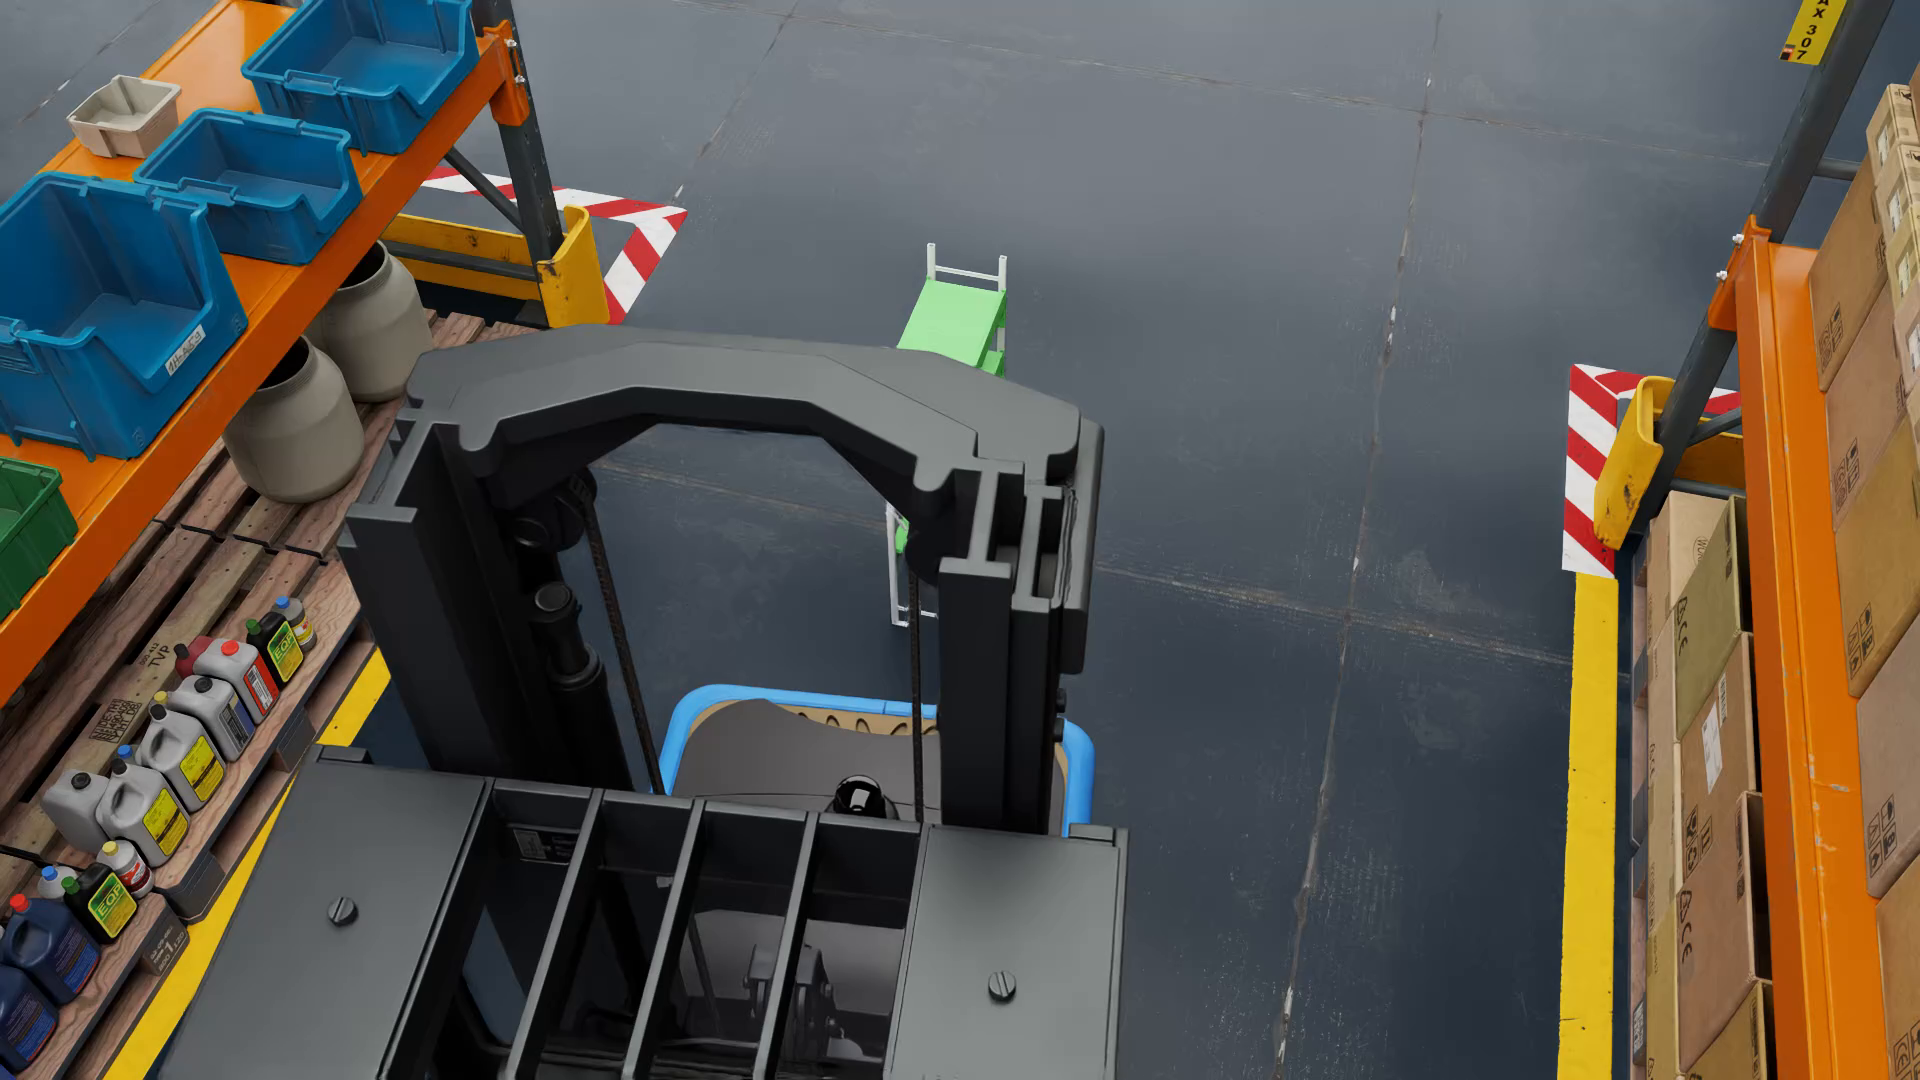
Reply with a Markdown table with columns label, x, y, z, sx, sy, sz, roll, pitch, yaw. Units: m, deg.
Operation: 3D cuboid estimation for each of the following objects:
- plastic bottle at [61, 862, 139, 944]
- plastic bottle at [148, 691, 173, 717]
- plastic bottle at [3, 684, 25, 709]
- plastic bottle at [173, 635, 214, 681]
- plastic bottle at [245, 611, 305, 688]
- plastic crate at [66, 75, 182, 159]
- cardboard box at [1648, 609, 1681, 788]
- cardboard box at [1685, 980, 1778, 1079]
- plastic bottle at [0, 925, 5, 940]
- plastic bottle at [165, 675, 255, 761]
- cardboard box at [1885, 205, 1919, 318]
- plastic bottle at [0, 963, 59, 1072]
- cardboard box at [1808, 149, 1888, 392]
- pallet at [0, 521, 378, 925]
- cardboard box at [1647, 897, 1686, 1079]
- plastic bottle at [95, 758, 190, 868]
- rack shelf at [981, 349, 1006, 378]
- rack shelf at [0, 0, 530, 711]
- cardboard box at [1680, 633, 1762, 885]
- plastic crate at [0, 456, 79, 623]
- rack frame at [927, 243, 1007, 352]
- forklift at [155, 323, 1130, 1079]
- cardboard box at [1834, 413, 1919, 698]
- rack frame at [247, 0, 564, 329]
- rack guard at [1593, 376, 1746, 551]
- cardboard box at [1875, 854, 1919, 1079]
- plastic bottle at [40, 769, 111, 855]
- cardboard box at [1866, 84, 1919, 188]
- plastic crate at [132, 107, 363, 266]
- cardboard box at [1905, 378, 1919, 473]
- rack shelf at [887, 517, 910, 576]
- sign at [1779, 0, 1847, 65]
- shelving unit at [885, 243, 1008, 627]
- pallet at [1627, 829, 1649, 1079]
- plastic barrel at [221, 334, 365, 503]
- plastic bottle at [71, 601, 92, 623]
| label | x | y | z | sx | sy | sz | roll | pitch | yaw |
| --- | --- | --- | --- | --- | --- | --- | --- | --- | --- |
| plastic bottle | -2.297 | 0.951 | 4.428 | 0.061 | 0.283 | 0.133 | 14 | 50 | 12 |
| plastic bottle | -2.305 | 0.516 | 4.867 | 0.097 | 0.201 | 0.097 | 0 | 49 | 0 |
| plastic bottle | -2.884 | 0.382 | 4.939 | 0.097 | 0.271 | 0.097 | 0 | 49 | 0 |
| plastic bottle | -2.246 | 0.379 | 4.933 | 0.061 | 0.283 | 0.133 | 12 | 50 | 10 |
| plastic bottle | -2.063 | 0.311 | 4.993 | 0.061 | 0.283 | 0.133 | 13 | 50 | 11 |
| plastic crate | -2.536 | -1.275 | 5.050 | 0.298 | 0.136 | 0.250 | 12 | 50 | 10 |
| cardboard box | 2.304 | 0.512 | 4.852 | 0.500 | 0.250 | 0.500 | 12 | 50 | 10 |
| cardboard box | 1.917 | 1.350 | 3.611 | 0.500 | 0.500 | 0.500 | 12 | 50 | 10 |
| plastic bottle | -2.508 | 1.074 | 4.328 | 0.097 | 0.271 | 0.097 | 0 | 49 | 0 |
| plastic bottle | -2.180 | 0.502 | 4.829 | 0.152 | 0.276 | 0.135 | 10 | 49 | 9 |
| cardboard box | 2.343 | -0.600 | 3.780 | 0.380 | 0.149 | 0.250 | 12 | 50 | 10 |
| plastic bottle | -2.430 | 1.177 | 4.184 | 0.144 | 0.351 | 0.185 | 13 | 50 | 11 |
| cardboard box | 2.653 | -0.663 | 4.268 | 0.700 | 0.500 | 0.500 | 12 | 50 | 10 |
| pallet | -2.507 | 0.507 | 5.161 | 1.003 | 0.211 | 1.213 | 12 | 50 | 10 |
| cardboard box | 2.036 | 1.234 | 4.214 | 0.500 | 0.250 | 0.500 | 12 | 50 | 10 |
| plastic bottle | -2.268 | 0.733 | 4.576 | 0.144 | 0.351 | 0.185 | 11 | 50 | 10 |
| rack shelf | -0.044 | -0.394 | 5.062 | 0.258 | 0.148 | 0.480 | 12 | 50 | 10 |
| rack shelf | -2.516 | -0.261 | 4.460 | 1.077 | 0.370 | 4.000 | 12 | 50 | 10 |
| cardboard box | 2.183 | 0.627 | 4.249 | 0.500 | 0.500 | 0.500 | 12 | 50 | 10 |
| plastic crate | -2.413 | 0.092 | 3.810 | 0.450 | 0.188 | 0.662 | 12 | 50 | 10 |
| rack frame | 0.021 | -0.454 | 5.350 | 0.240 | 1.200 | 0.015 | 12 | 50 | 10 |
| forklift | -0.358 | 1.224 | 2.715 | 1.130 | 2.935 | 3.031 | 5 | 49 | 5 |
| cardboard box | 2.383 | 0.075 | 3.616 | 0.700 | 0.500 | 0.500 | 12 | 50 | 10 |
| rack frame | -1.990 | -1.946 | 5.467 | 1.000 | 3.000 | 0.127 | 12 | 50 | 10 |
| rack guard | 2.794 | -0.156 | 5.554 | 1.175 | 0.500 | 0.348 | 12 | 50 | 10 |
| cardboard box | 2.114 | 0.828 | 2.952 | 0.700 | 0.500 | 0.500 | 12 | 50 | 11 |
| plastic bottle | -2.418 | 0.746 | 4.614 | 0.152 | 0.276 | 0.135 | 12 | 50 | 10 |
| cardboard box | 2.477 | -0.972 | 4.108 | 0.380 | 0.149 | 0.250 | 11 | 50 | 10 |
| plastic crate | -2.009 | -1.007 | 4.737 | 0.499 | 0.251 | 0.408 | 12 | 50 | 10 |
| cardboard box | 2.207 | -0.225 | 3.448 | 0.380 | 0.149 | 0.250 | 10 | 49 | 9 |
| rack shelf | -0.044 | -0.076 | 5.422 | 0.258 | 0.148 | 0.480 | 12 | 50 | 10 |
| sign | 2.254 | -1.392 | 4.348 | 0.100 | 0.325 | 0.005 | 12 | 50 | 10 |
| shelving unit | -0.044 | -0.277 | 5.194 | 0.258 | 1.200 | 0.503 | 12 | 50 | 10 |
| pallet | 2.304 | 1.398 | 4.375 | 1.003 | 0.211 | 1.213 | 12 | 50 | 10 |
| plastic barrel | -2.221 | -0.408 | 5.488 | 0.421 | 0.512 | 0.421 | 0 | 49 | 0 |
| plastic bottle | -2.795 | 0.160 | 5.182 | 0.097 | 0.201 | 0.097 | 0 | 49 | 0 |
